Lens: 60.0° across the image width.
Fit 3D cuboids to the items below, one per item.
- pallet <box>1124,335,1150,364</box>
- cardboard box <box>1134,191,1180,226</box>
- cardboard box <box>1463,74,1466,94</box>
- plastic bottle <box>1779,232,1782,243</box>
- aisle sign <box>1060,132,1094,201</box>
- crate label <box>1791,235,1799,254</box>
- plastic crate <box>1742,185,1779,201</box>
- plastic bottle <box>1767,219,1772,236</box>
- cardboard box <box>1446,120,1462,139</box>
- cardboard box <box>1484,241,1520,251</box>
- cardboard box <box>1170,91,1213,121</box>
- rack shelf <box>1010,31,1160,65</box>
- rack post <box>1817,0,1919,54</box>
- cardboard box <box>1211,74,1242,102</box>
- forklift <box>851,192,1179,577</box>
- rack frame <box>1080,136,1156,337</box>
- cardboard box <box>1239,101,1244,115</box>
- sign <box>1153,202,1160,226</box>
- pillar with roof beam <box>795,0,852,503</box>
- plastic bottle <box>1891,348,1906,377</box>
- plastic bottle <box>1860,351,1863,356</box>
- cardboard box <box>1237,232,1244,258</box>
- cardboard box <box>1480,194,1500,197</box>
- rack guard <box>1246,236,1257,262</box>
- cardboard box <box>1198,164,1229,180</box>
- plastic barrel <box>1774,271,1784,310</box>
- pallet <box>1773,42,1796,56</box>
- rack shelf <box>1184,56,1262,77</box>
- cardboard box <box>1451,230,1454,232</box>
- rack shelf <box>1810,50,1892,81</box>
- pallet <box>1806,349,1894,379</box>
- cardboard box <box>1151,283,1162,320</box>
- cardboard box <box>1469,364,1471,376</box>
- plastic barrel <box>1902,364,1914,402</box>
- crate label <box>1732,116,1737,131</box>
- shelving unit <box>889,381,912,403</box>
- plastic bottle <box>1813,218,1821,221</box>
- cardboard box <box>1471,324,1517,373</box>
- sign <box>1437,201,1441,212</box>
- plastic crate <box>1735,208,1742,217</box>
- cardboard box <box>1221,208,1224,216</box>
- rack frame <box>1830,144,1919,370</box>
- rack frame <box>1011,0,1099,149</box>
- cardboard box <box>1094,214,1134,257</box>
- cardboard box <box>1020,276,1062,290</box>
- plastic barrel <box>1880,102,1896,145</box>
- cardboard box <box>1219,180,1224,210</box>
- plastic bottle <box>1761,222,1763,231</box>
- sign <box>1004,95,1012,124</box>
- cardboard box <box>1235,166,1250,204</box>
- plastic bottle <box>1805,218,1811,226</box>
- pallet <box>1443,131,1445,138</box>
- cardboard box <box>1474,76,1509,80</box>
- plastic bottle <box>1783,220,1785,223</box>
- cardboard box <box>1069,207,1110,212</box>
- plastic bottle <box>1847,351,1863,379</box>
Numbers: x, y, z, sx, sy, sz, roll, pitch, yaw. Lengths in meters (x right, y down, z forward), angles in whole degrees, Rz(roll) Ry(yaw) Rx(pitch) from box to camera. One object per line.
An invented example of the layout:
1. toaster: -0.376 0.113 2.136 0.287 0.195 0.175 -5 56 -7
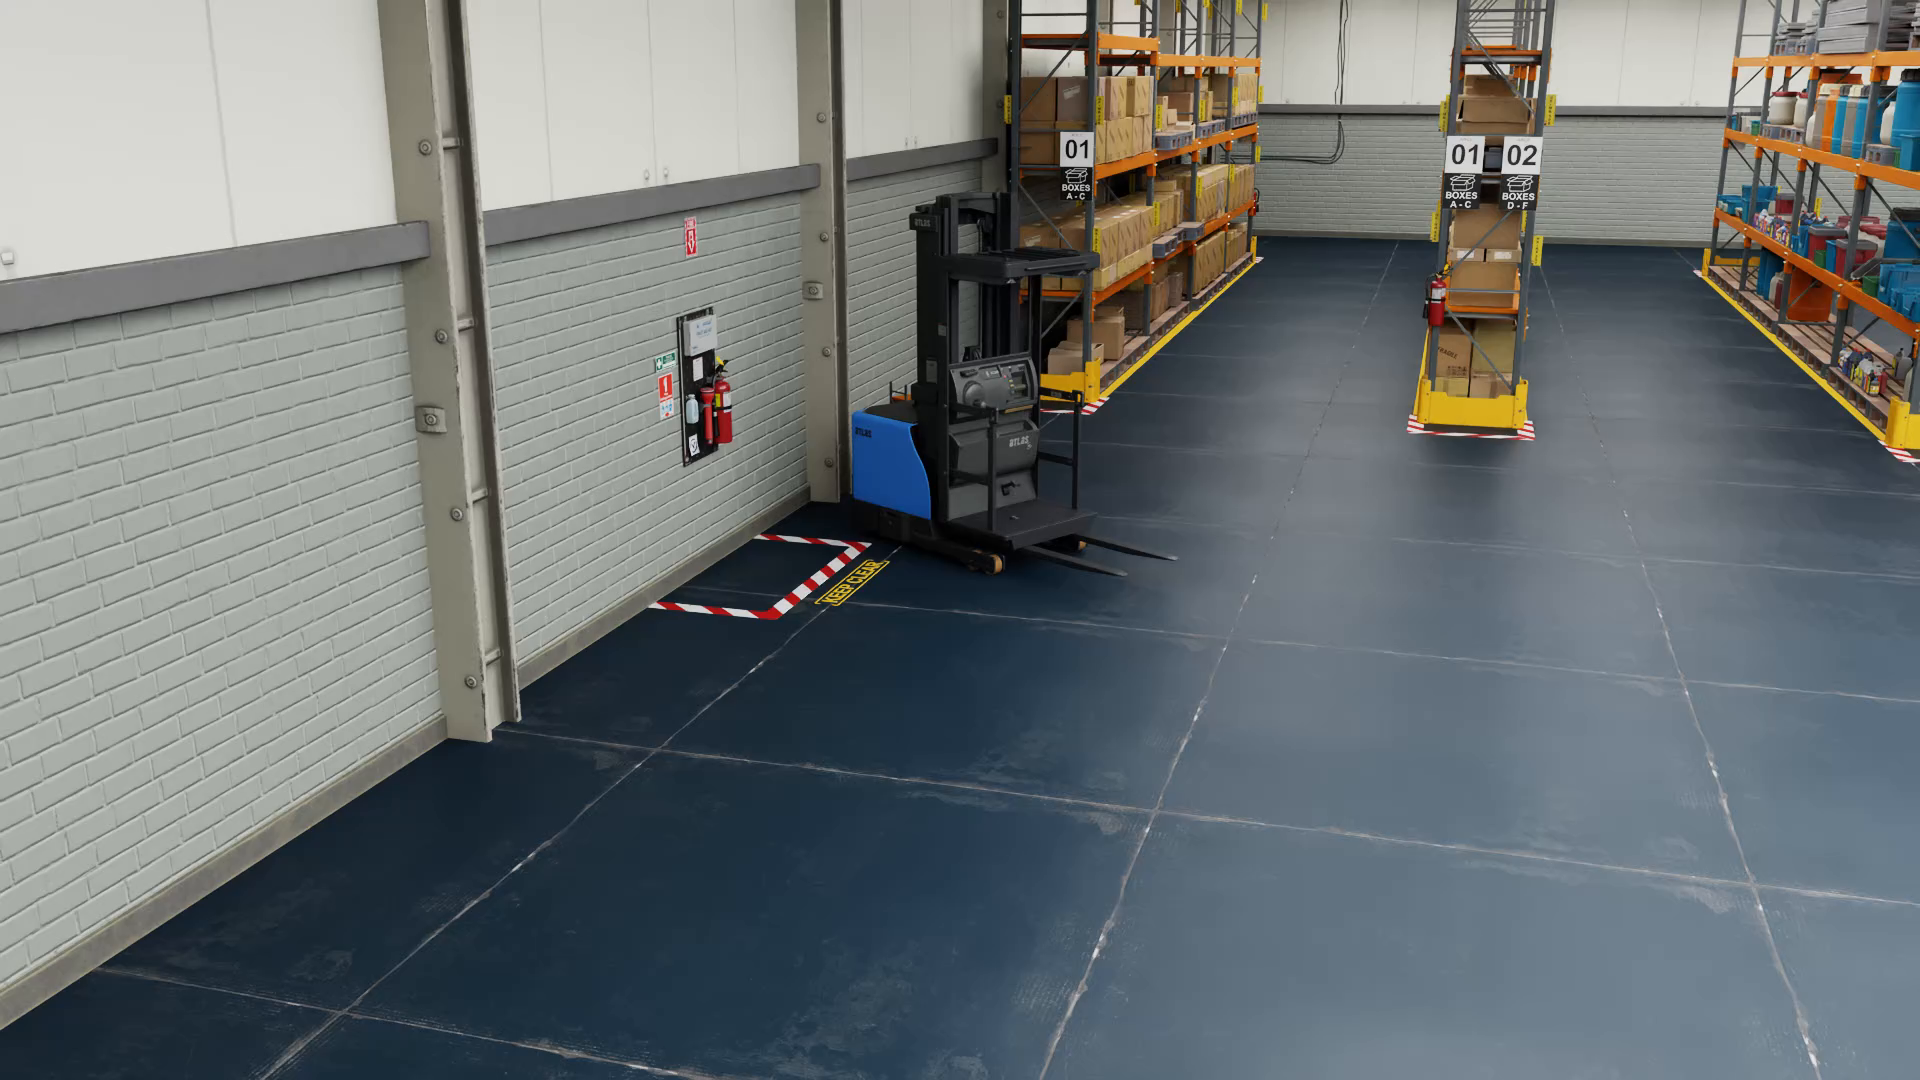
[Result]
1. pallet: 2.081 -2.701 23.467 1.003 0.211 1.213 5 16 16
2. cardboard box: 3.117 -5.256 26.372 0.700 0.500 0.500 3 16 11
3. cardboard box: 10.045 -8.690 31.957 0.700 0.500 0.500 5 16 16
4. plastic bottle: 12.778 -4.709 25.797 0.097 0.201 0.097 0 16 0
5. aisle sign: 1.368 -4.383 19.523 0.394 0.787 0.004 5 16 16
6. crate label: 12.394 -4.338 24.433 0.303 0.233 0.416 5 16 16
7. plastic crate: 15.230 -6.536 31.702 0.616 0.435 0.499 5 16 16
8. plastic bottle: 13.125 -5.062 26.913 0.097 0.271 0.097 0 16 0
9. cardboard box: 5.926 -4.754 19.344 0.500 0.250 0.500 5 16 16
10. cardboard box: 6.461 -3.508 19.828 0.380 0.149 0.250 4 16 14
11. cardboard box: 4.059 -7.645 29.299 0.700 0.500 0.500 4 16 15
12. rack shelf: 1.669 -6.237 21.151 1.077 0.370 4.000 5 16 16
13. rack post: 12.213 -6.957 22.001 1.013 1.000 3.121 5 16 16
14. cardboard box: 4.982 -8.461 31.113 0.500 0.500 0.500 4 16 15
15. forklift: 0.428 -1.287 13.495 1.130 2.935 3.031 -15 21 -41
16. rack frame: 2.238 -4.221 23.715 1.000 3.000 0.127 5 16 16
17. cardboard box: 5.119 -8.228 31.666 0.500 0.250 0.500 4 16 15
18. sign: 2.760 -4.598 23.456 0.100 0.325 0.005 5 16 16
19. pillar with roof beam: 2.893 -4.408 13.378 9.100 9.000 0.400 5 16 16
20. plastic bottle: 11.691 -2.211 20.675 0.144 0.351 0.185 5 16 16
21. plastic bottle: 11.262 -2.214 20.809 0.061 0.283 0.133 5 16 16
22. cardboard box: 5.403 -6.039 33.933 0.700 0.500 0.500 5 16 16
23. cardboard box: 6.298 -3.869 19.912 0.700 0.500 0.500 5 16 16
24. rack guard: 5.655 -6.165 35.147 1.175 0.500 0.348 5 16 16
25. cardboard box: 4.624 -6.734 30.434 0.500 0.250 0.500 5 17 17
26. plastic barrel: 13.316 -3.966 26.466 0.600 0.588 0.708 5 16 16
27. pallet: 13.804 -7.930 26.876 1.003 0.211 1.213 5 16 16
28. rack shelf: 5.079 -9.185 32.273 1.077 0.370 4.000 5 16 16
29. cardboard box: 6.364 -3.806 20.878 0.380 0.149 0.250 4 16 14
30. rack shelf: 12.304 -6.324 22.186 1.077 0.370 4.000 5 16 16
31. pallet: 11.922 -2.320 22.122 1.003 0.211 1.213 5 16 16
32. cardboard box: 2.713 -3.694 25.630 0.700 0.500 0.500 5 17 17
33. cardboard box: 6.498 -2.056 20.350 0.500 0.250 0.500 5 16 16
34. plastic barrel: 10.856 -1.721 18.690 0.421 0.512 0.421 0 16 0
35. crate label: 14.574 -7.748 30.924 0.408 0.251 0.502 5 16 16
36. shelving unit: -0.366 -0.868 15.192 0.503 1.200 0.258 -13 20 -38
37. plastic bottle: 13.922 -5.096 27.025 0.152 0.276 0.135 5 16 16
38. cardboard box: 6.357 -2.286 19.786 0.500 0.500 0.500 5 16 16
39. sign: 6.465 -4.397 22.357 0.100 0.325 0.005 5 16 16
40. plastic crate: 14.216 -5.927 30.102 0.293 0.136 0.466 5 16 16
41. cardboard box: 4.637 -6.025 30.497 0.380 0.149 0.250 5 17 17
42. rack frame: 11.736 -3.453 21.007 1.000 3.000 0.127 5 16 16
43. rack frame: 1.101 -6.061 19.207 1.000 3.000 0.127 5 16 16
44. cardboard box: 1.963 -3.974 21.707 0.500 0.500 0.500 5 17 18
45. cardboard box: 1.048 -3.250 20.528 0.500 0.250 0.500 5 17 17
46. plastic barrel: 11.425 -5.055 20.181 0.421 0.512 0.421 0 16 0
47. cardboard box: 4.486 -6.241 30.069 0.500 0.500 0.500 5 17 16
48. plastic bottle: 13.294 -5.184 27.474 0.097 0.201 0.097 0 16 0
49. sign: 0.574 -5.092 19.666 0.100 0.325 0.005 5 16 16
50. cardboard box: 5.316 -7.180 33.596 0.980 0.700 0.700 4 16 15
51. plastic bottle: 13.797 -5.098 27.042 0.097 0.271 0.097 0 16 0
52. pallet: 8.717 -6.847 27.820 1.213 0.211 1.003 5 16 16
53. cardboard box: 8.255 -6.971 25.895 0.500 0.500 0.500 5 16 16
54. plastic bottle: 13.207 -4.999 26.694 0.097 0.271 0.097 0 16 0
55. cardboard box: 1.753 -4.278 22.778 0.500 0.500 0.500 5 16 16
56. plastic bottle: 11.055 -2.162 20.503 0.144 0.351 0.185 4 16 14
